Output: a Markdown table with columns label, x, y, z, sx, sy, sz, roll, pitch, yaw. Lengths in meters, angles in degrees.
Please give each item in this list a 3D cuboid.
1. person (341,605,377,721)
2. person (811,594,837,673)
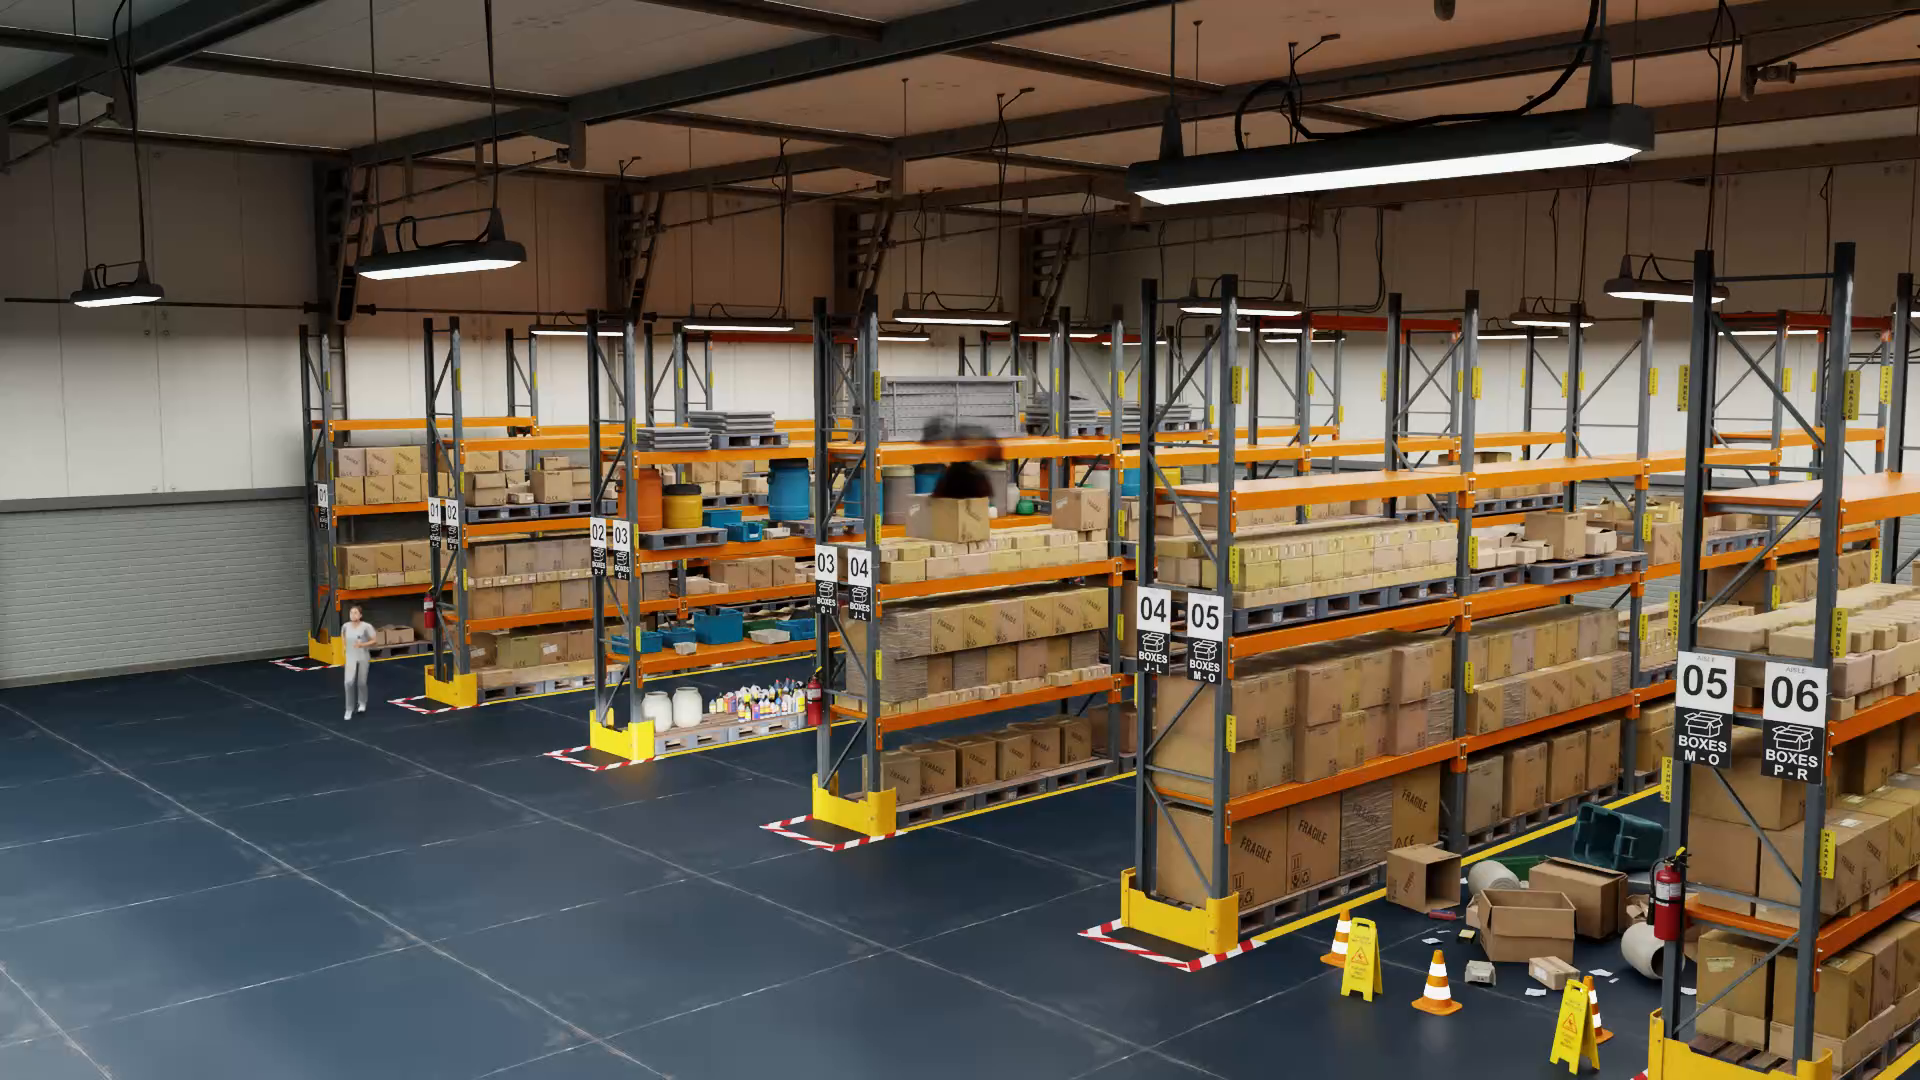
| label | x | y | z | sx | sy | sz | roll | pitch | yaw |
| --- | --- | --- | --- | --- | --- | --- | --- | --- | --- |
| person | -9.015 | 1.823 | 24.976 | 0.559 | 1.721 | 0.729 | -1 | 6 | -8 |
| person | -2.287 | 1.649 | 27.260 | 0.605 | 1.558 | 0.560 | -5 | 7 | -39 |
